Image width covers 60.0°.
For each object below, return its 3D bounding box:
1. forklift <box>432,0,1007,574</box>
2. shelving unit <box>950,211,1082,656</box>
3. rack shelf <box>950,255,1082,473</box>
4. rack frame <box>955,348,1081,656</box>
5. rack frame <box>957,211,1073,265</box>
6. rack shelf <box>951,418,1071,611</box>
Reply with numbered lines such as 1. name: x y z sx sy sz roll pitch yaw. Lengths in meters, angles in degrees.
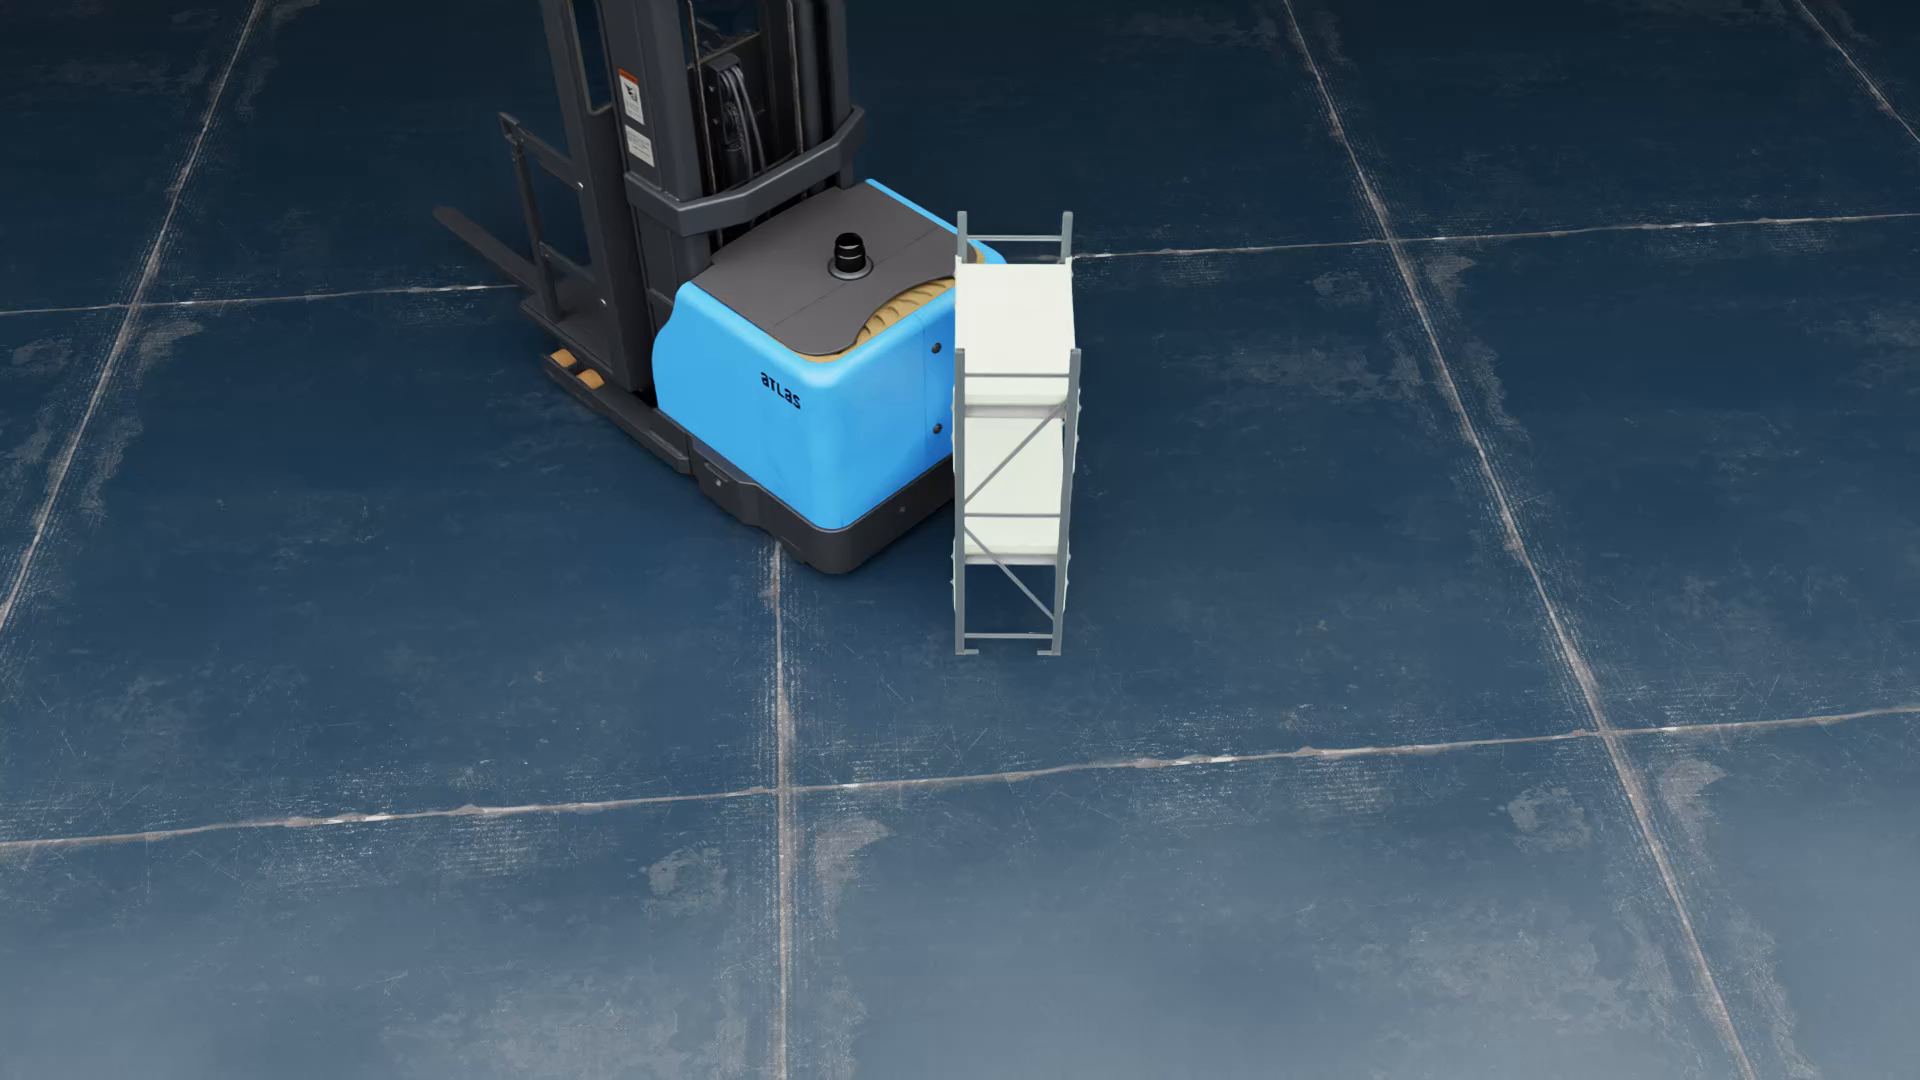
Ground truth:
1. forklift: -1.206 -1.831 6.466 3.031 2.935 1.130 35 56 29
2. shelving unit: 0.186 -0.349 6.047 0.431 1.500 0.755 0 47 0
3. rack shelf: 0.186 -0.617 5.764 0.431 0.370 0.720 0 47 0
4. rack frame: 0.183 -0.083 5.796 0.400 1.500 0.023 0 47 0
5. rack frame: 0.190 -0.614 6.299 0.400 1.500 0.023 0 47 0
6. rack shelf: 0.186 -0.125 6.284 0.431 0.370 0.720 0 47 0
